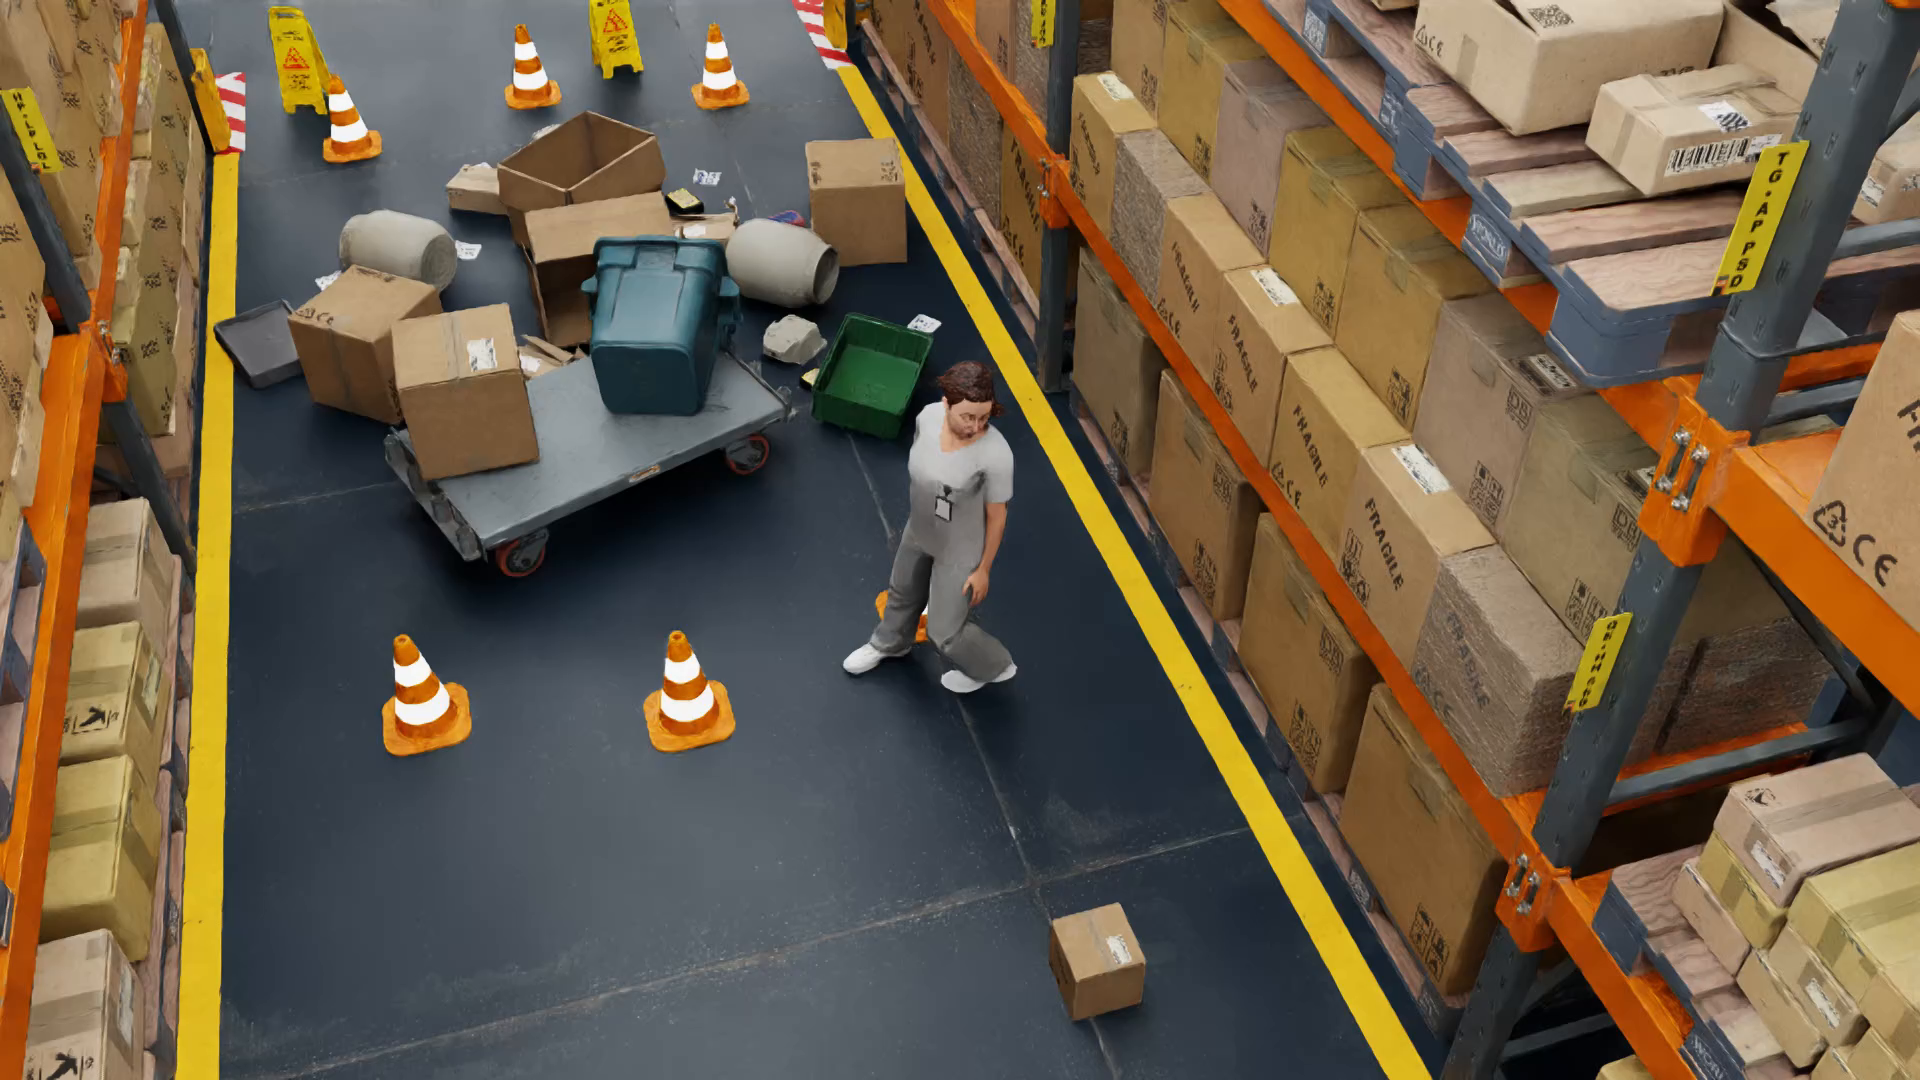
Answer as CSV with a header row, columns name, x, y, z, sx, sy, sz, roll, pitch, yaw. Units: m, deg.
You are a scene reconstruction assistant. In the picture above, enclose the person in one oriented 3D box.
name,x,y,z,sx,sy,sz,roll,pitch,yaw
person,-0.104,-0.035,6.201,0.486,1.642,0.640,-32,51,-30
